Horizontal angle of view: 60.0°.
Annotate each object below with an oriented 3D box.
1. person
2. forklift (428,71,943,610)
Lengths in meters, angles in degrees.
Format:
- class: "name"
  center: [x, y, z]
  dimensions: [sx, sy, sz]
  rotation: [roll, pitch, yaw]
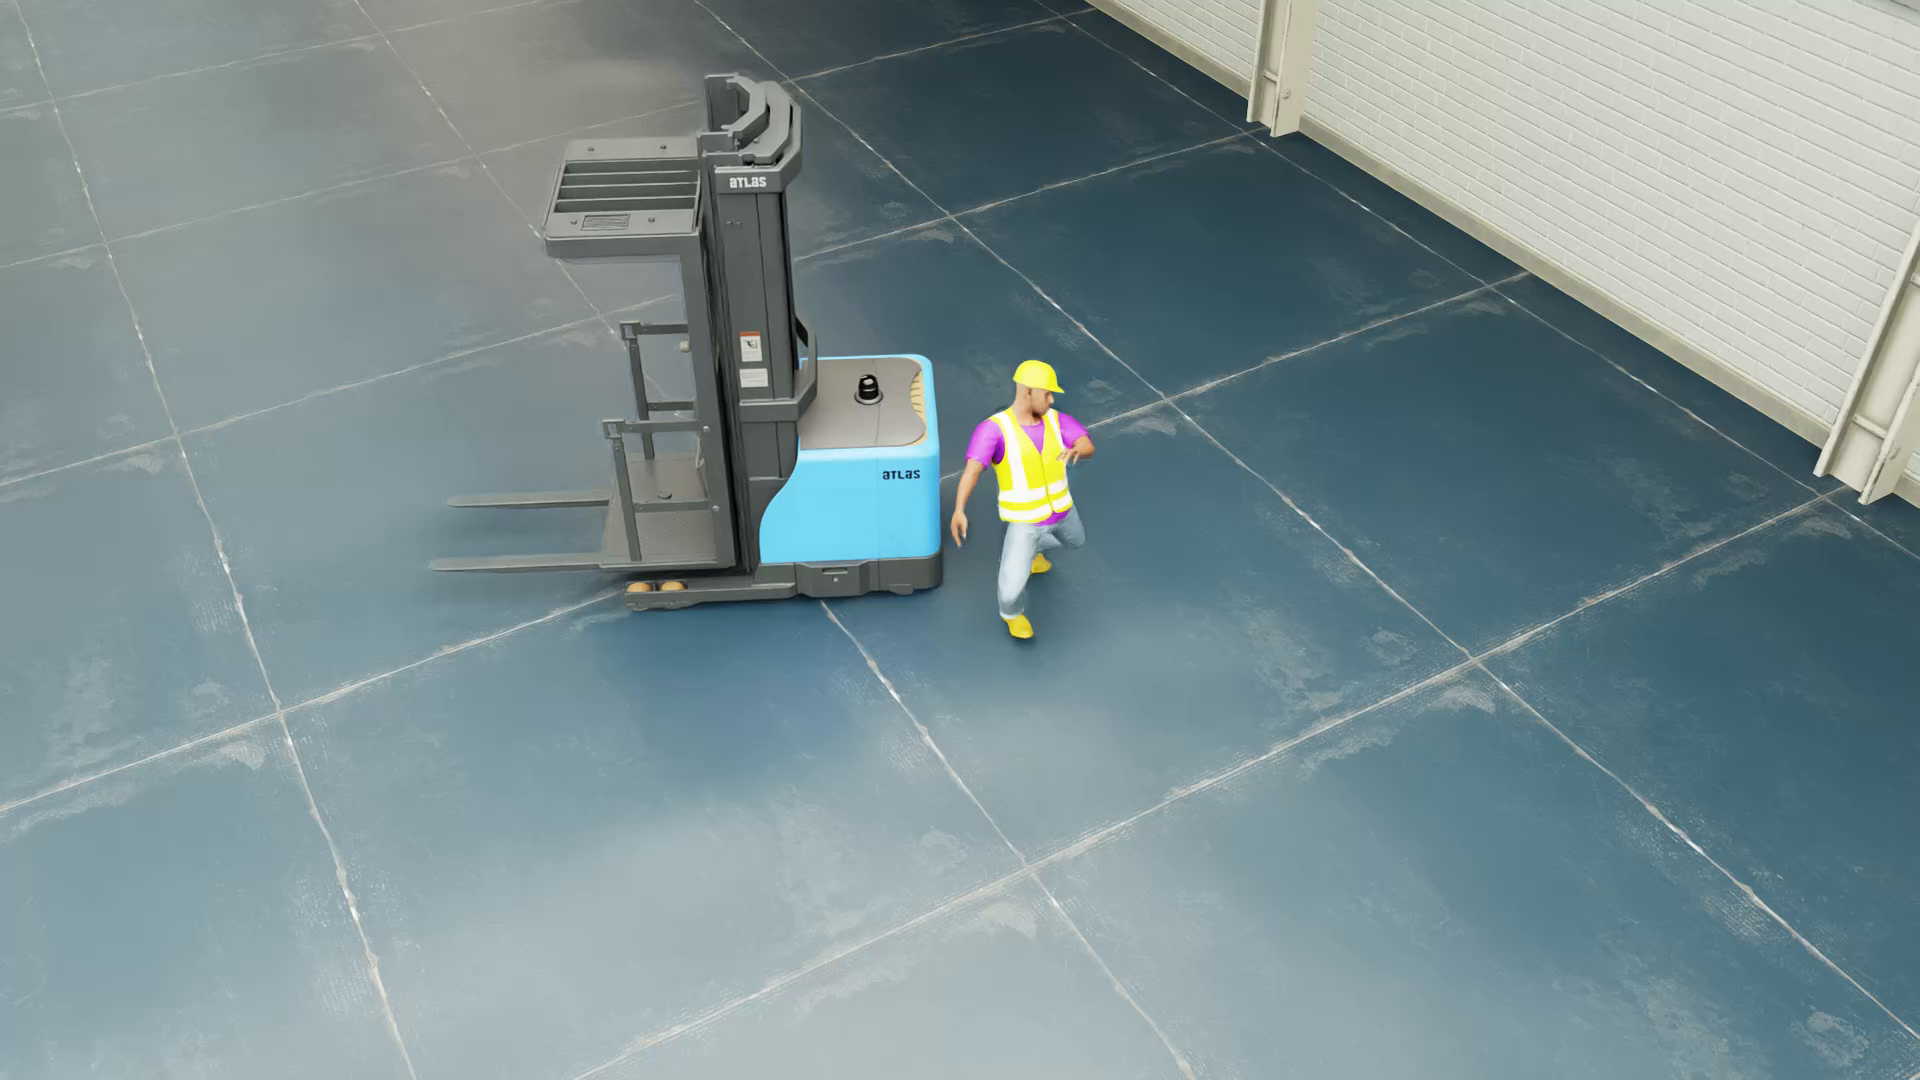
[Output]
- class: "person"
  center: [0.311, -0.137, 9.267]
  dimensions: [0.972, 1.500, 0.800]
  rotation: [-28, 47, -29]
- class: "forklift"
  center: [-1.641, -1.062, 9.316]
  dimensions: [3.031, 2.935, 1.130]
  rotation: [-2, 40, -3]
